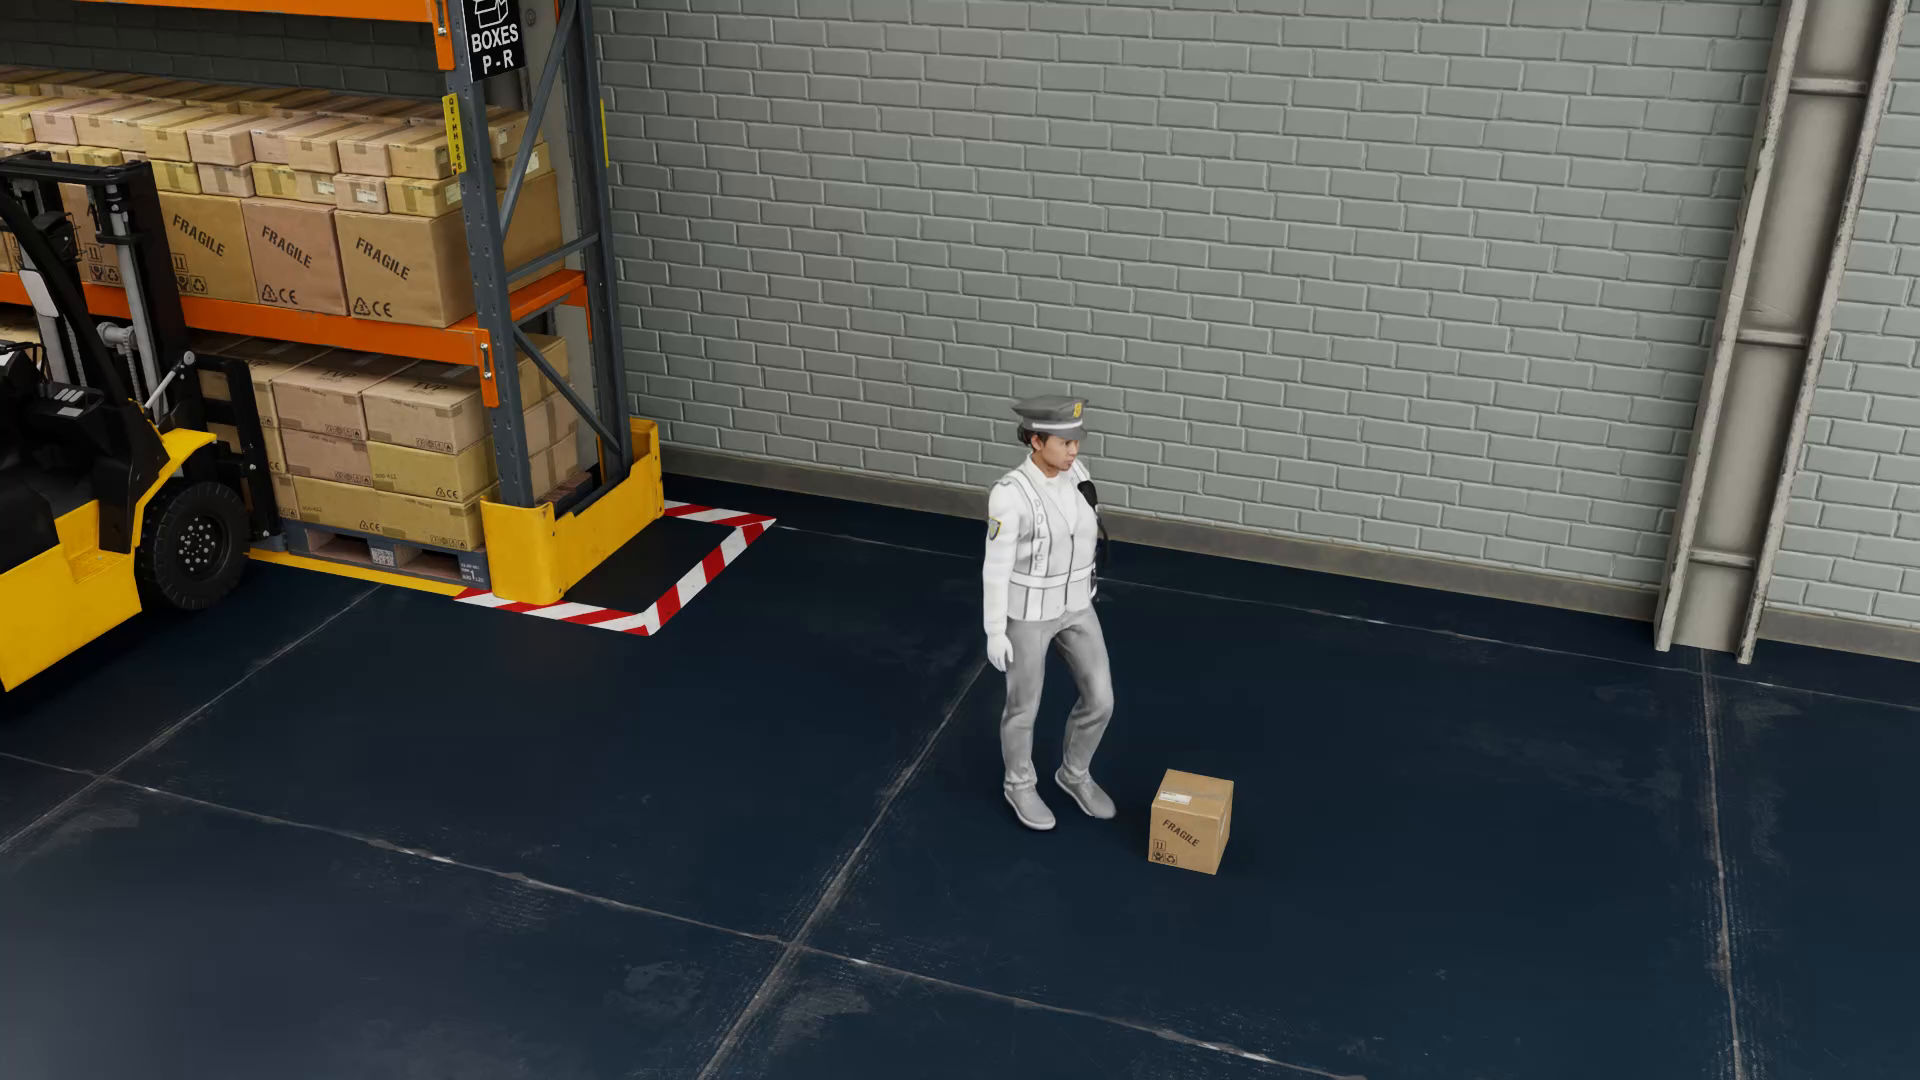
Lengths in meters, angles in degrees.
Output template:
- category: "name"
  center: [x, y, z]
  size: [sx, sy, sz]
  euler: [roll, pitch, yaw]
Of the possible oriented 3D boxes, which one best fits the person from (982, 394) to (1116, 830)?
- category: "person"
  center: [0.314, 0.297, 6.000]
  size: [0.518, 1.712, 0.376]
  euler: [-17, 30, -30]
